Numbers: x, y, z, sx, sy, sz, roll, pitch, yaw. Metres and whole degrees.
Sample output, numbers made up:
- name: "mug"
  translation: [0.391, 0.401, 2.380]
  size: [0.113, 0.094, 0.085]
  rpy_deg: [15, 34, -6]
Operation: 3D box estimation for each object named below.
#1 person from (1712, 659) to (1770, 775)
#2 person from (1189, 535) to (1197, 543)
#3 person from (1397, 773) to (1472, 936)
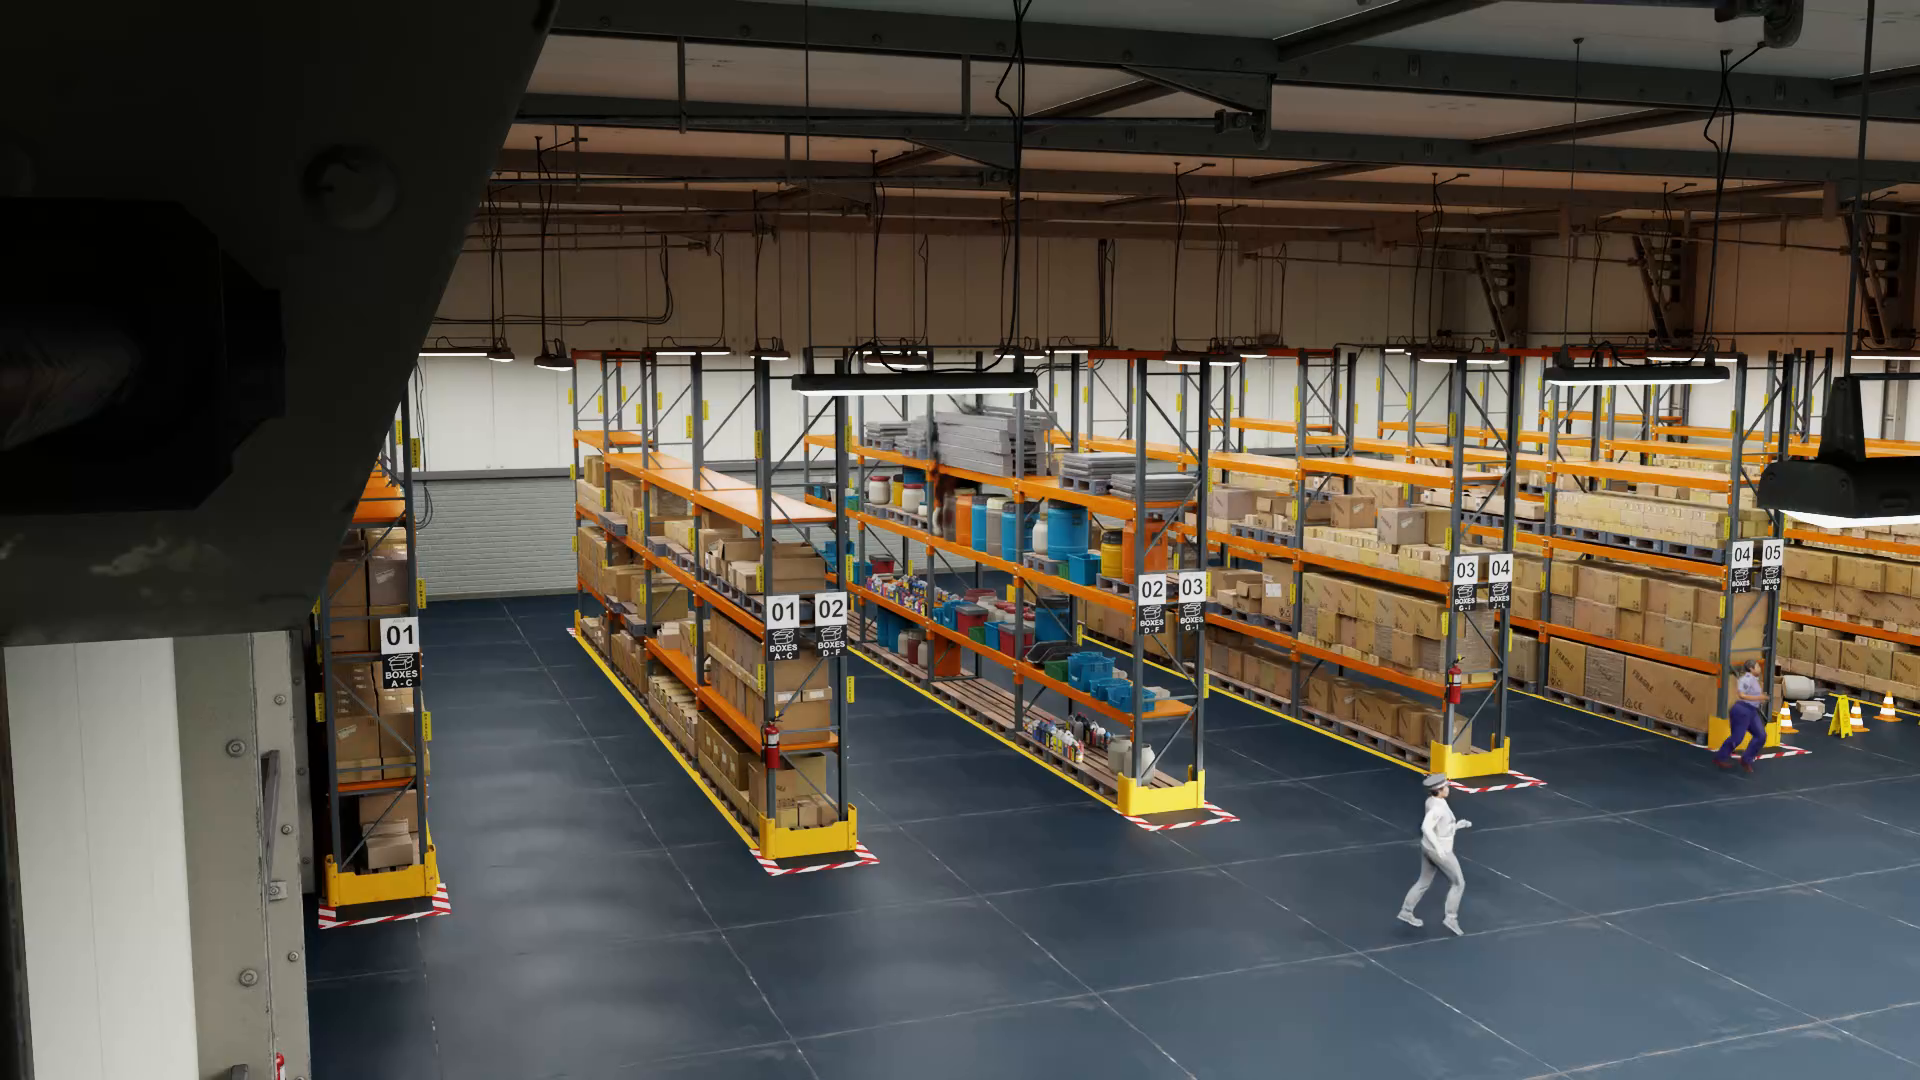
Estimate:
- name: "person"
  translation: [11.396, 2.555, 24.122]
  size: [0.630, 1.664, 0.679]
  rpy_deg: [-7, 10, -44]
- name: "person"
  translation: [5.802, 0.317, 41.565]
  size: [0.696, 1.693, 0.724]
  rpy_deg: [1, 7, 10]
- name: "person"
  translation: [5.036, 3.322, 17.556]
  size: [0.737, 1.755, 0.577]
  rpy_deg: [-1, 7, -6]
